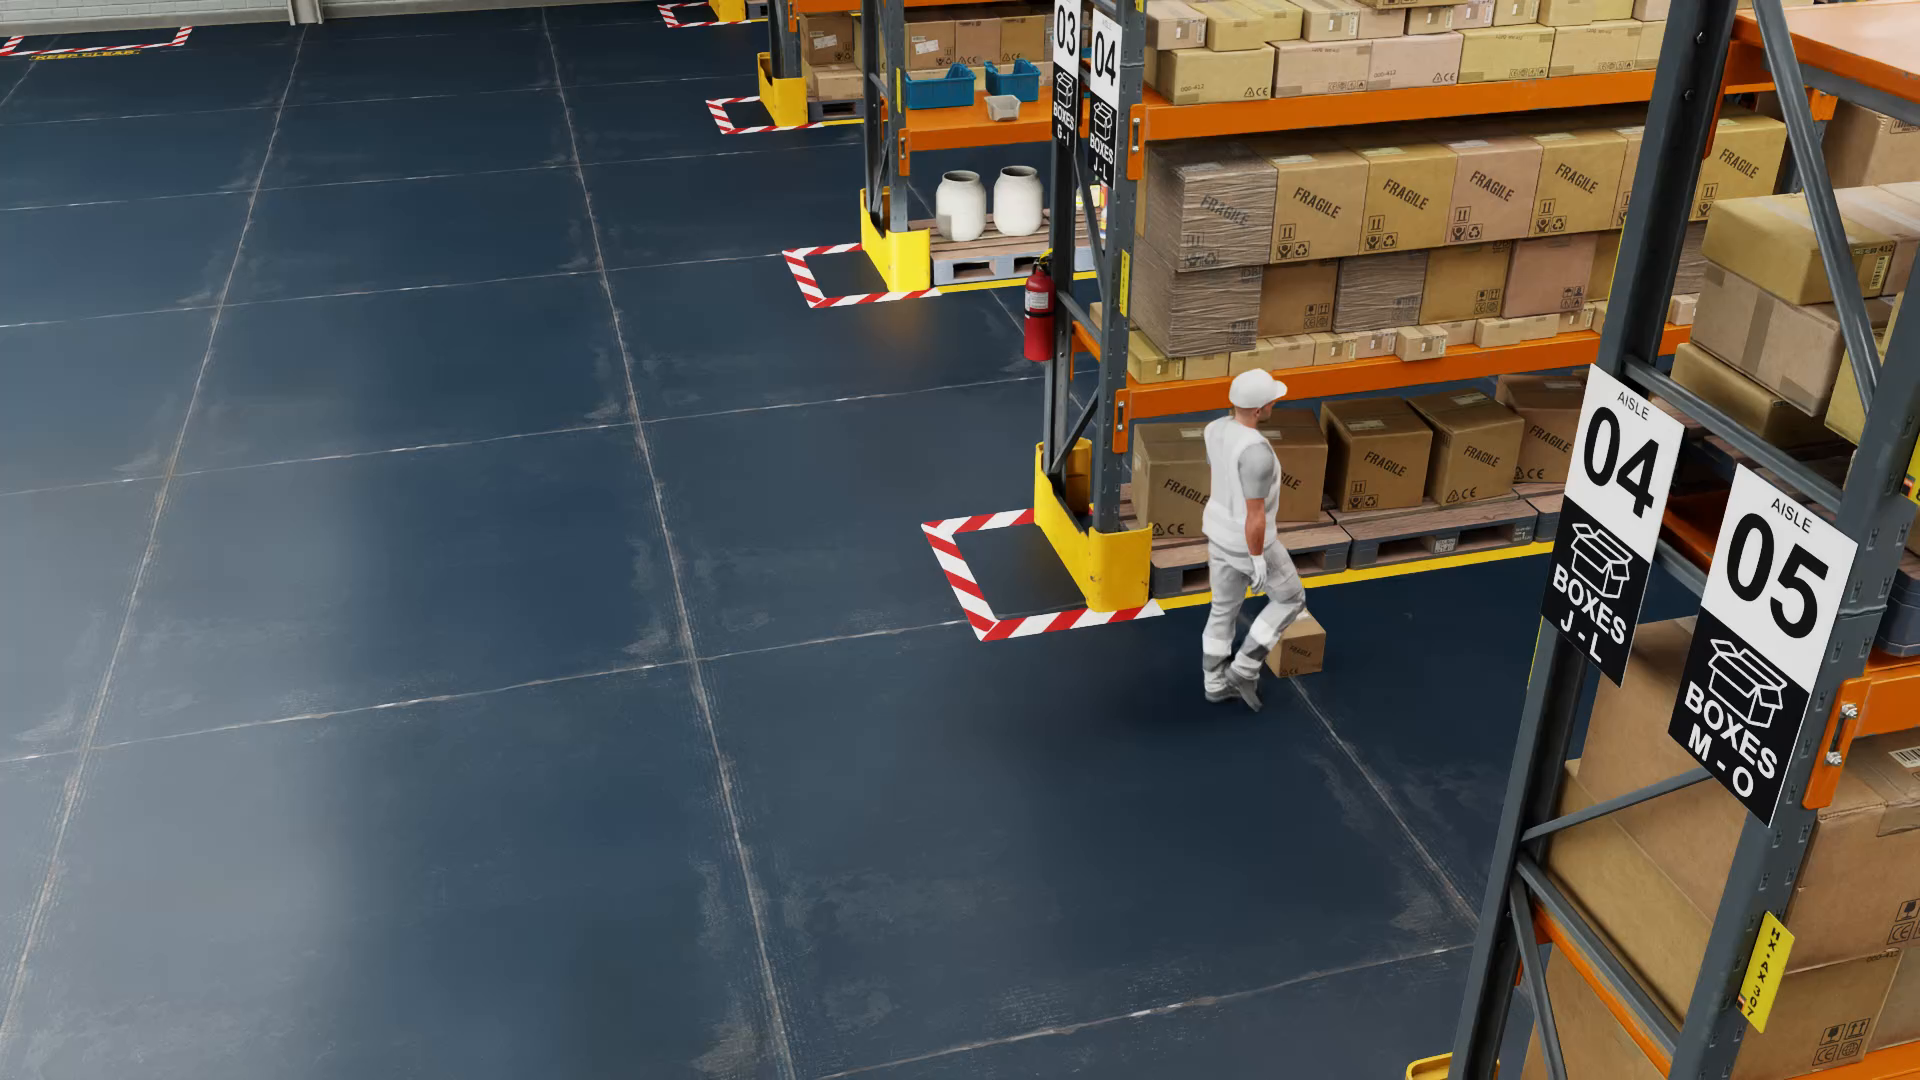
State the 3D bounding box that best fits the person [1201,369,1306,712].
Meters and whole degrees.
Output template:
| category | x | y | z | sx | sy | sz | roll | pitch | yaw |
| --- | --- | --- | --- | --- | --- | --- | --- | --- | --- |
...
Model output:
| category | x | y | z | sx | sy | sz | roll | pitch | yaw |
| --- | --- | --- | --- | --- | --- | --- | --- | --- | --- |
| person | 1.439 | -0.012 | 8.215 | 0.461 | 1.788 | 0.606 | -13 | 32 | -21 |
